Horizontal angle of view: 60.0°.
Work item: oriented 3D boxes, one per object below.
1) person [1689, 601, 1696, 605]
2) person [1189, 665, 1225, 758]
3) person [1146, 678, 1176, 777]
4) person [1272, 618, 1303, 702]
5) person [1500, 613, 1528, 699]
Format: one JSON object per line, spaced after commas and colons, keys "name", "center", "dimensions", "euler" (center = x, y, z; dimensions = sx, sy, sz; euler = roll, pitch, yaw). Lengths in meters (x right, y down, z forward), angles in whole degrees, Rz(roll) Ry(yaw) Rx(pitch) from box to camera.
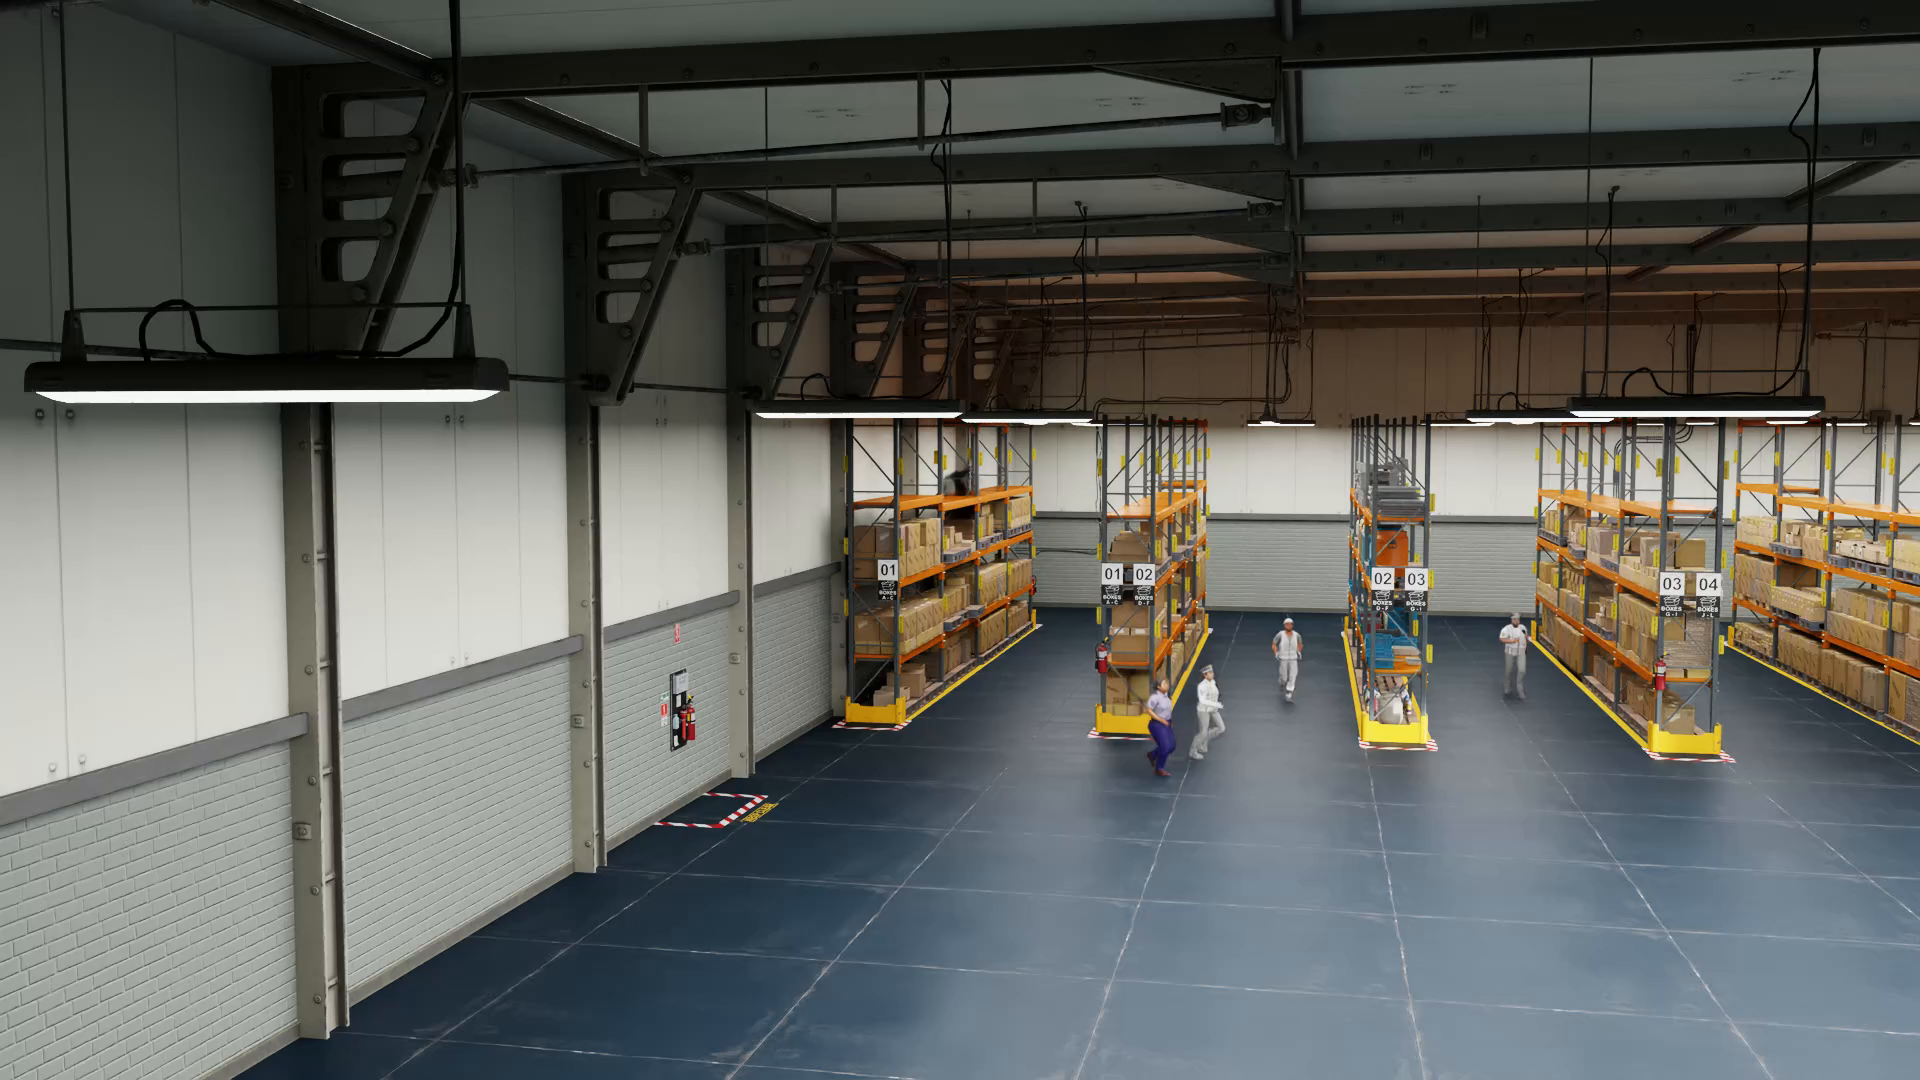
{"name": "person", "center": [18.936, 2.000, 43.025], "dimensions": [0.715, 1.709, 0.599], "euler": [1, 4, 20]}
{"name": "person", "center": [4.327, 2.970, 28.838], "dimensions": [0.707, 1.653, 0.632], "euler": [4, 5, 44]}
{"name": "person", "center": [3.284, 3.089, 27.524], "dimensions": [0.527, 1.617, 0.600], "euler": [3, 5, 35]}
{"name": "person", "center": [6.926, 2.522, 35.100], "dimensions": [0.656, 1.752, 0.737], "euler": [0, 4, 0]}
{"name": "person", "center": [11.871, 2.469, 35.629], "dimensions": [0.652, 1.863, 0.832], "euler": [0, 4, 3]}
